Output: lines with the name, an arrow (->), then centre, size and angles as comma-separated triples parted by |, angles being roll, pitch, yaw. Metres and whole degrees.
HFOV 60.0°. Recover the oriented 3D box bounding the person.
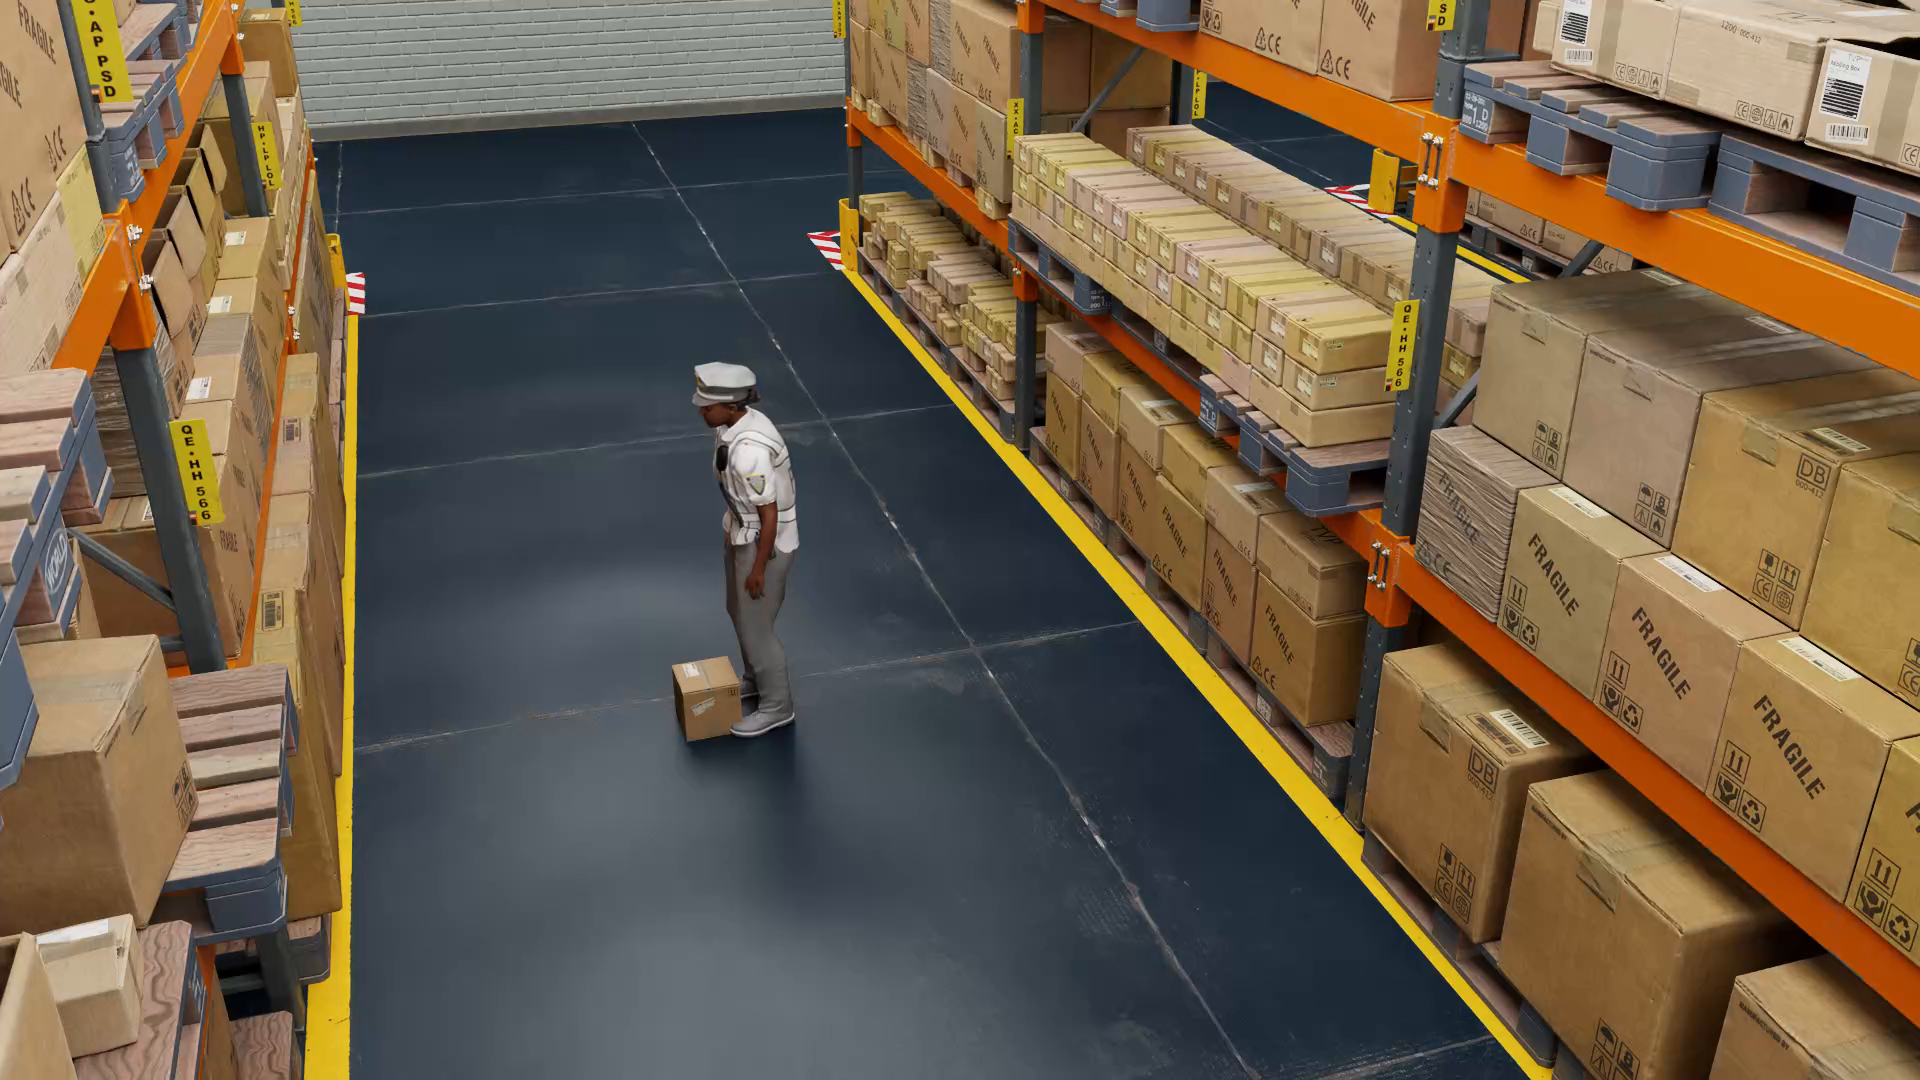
person -> -0.896, 0.027, 7.063 | 0.400, 1.657, 0.498 | -9, 28, -17
